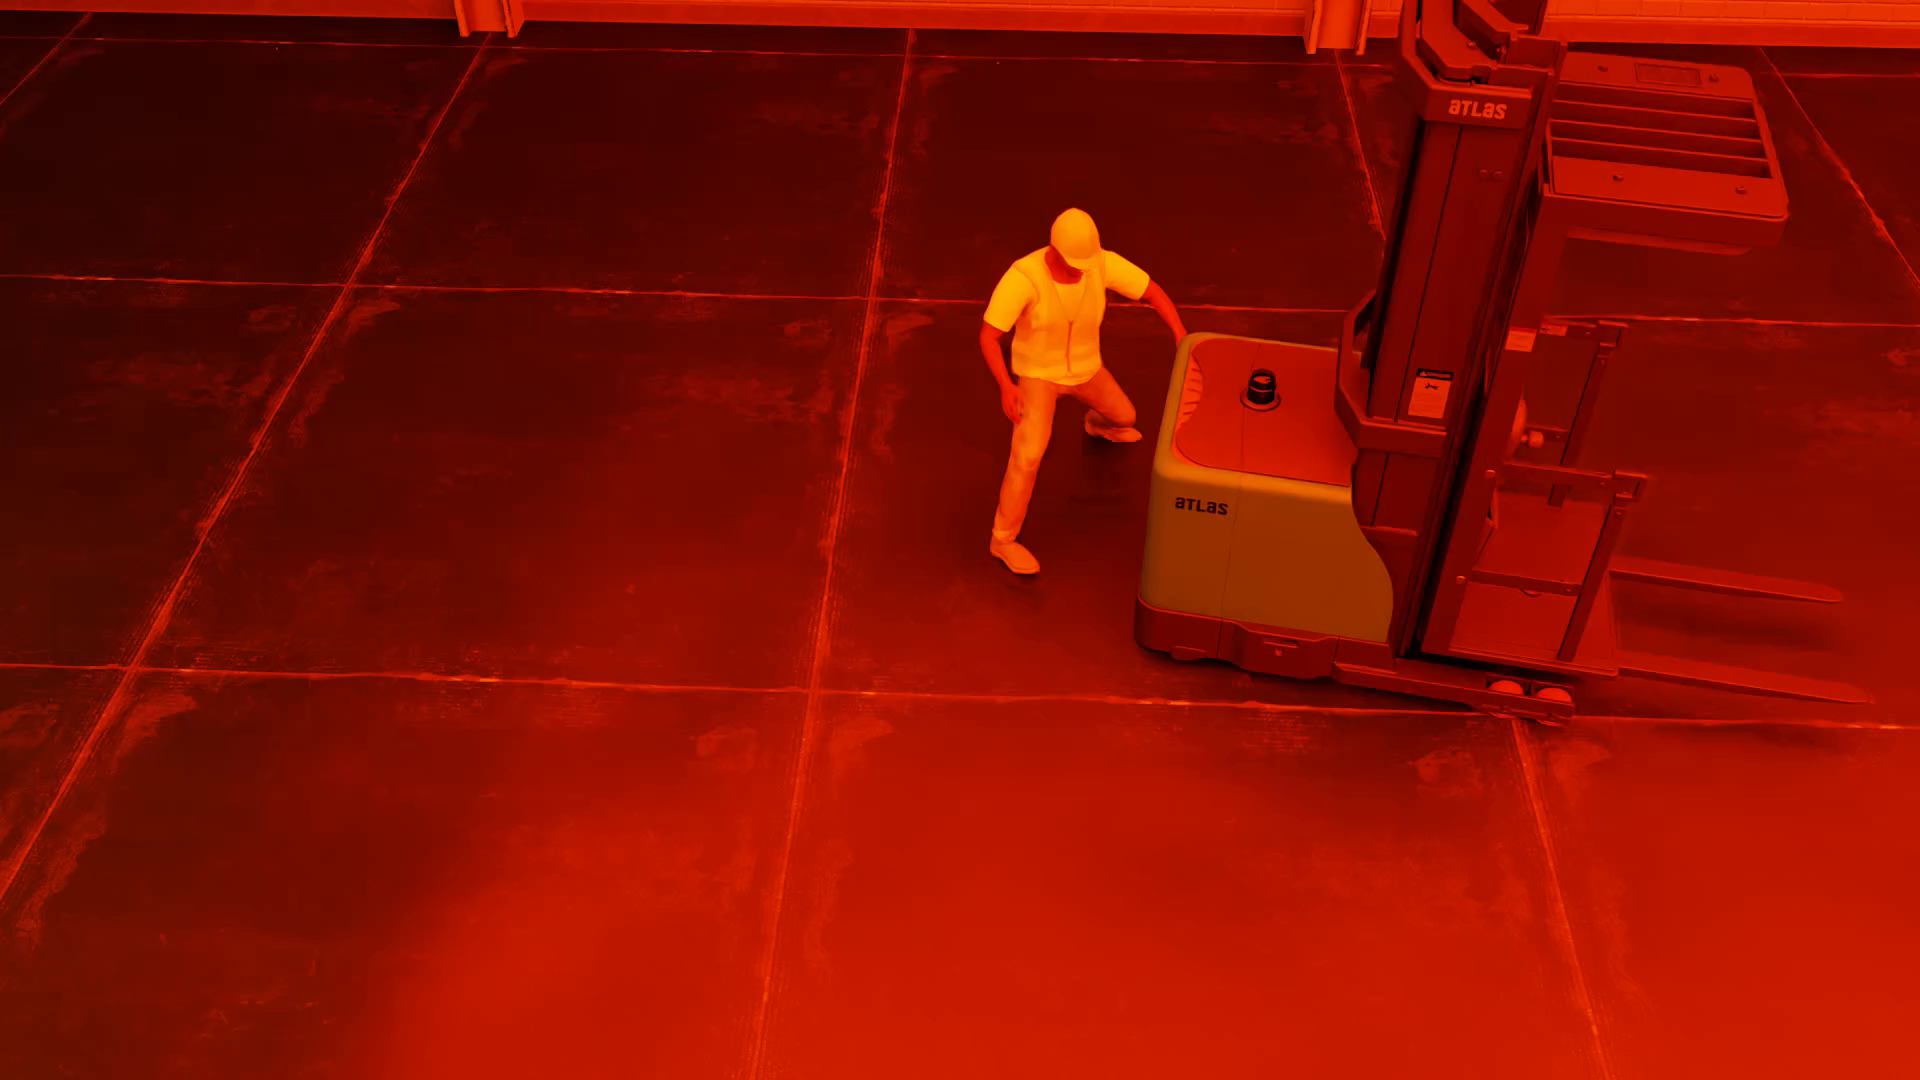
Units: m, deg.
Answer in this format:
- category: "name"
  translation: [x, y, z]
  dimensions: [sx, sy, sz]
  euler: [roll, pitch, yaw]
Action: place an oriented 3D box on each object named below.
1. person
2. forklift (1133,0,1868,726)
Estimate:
- category: "person"
  translation: [0.553, -0.776, 7.621]
  dimensions: [1.055, 1.604, 0.970]
  euler: [-14, 44, -15]
- category: "forklift"
  translation: [2.338, -0.690, 6.498]
  dimensions: [3.031, 2.935, 1.130]
  euler: [8, 43, 9]
